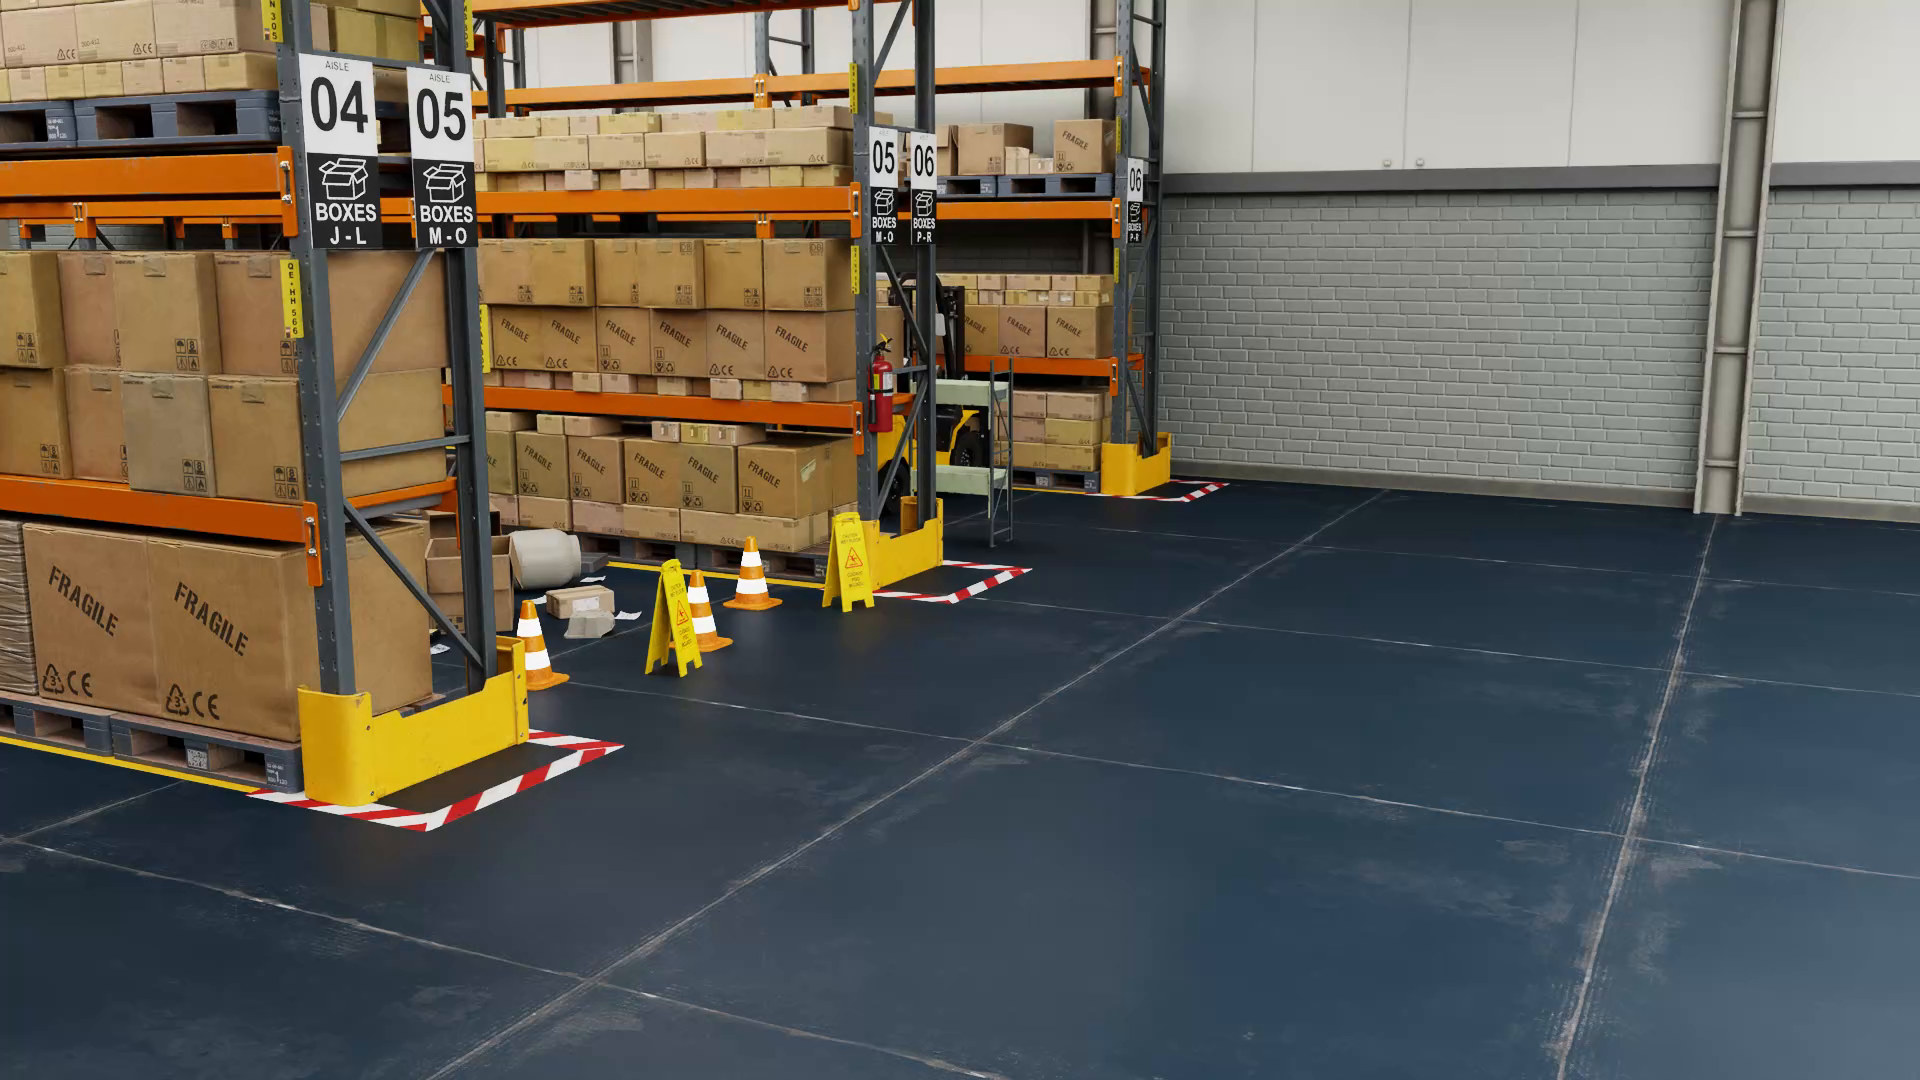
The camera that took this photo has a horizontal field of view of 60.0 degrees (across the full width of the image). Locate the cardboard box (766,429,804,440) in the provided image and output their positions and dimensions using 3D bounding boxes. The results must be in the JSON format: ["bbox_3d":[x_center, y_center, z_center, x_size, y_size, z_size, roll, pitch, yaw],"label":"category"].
[{"bbox_3d":[-1.546,-0.584,12.968,0.500,0.500,0.500,5,11,24],"label":"cardboard box"}]

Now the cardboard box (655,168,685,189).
[{"bbox_3d":[-2.033,-2.652,12.245,0.250,0.149,0.380,5,11,24],"label":"cardboard box"}]

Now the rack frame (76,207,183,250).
[{"bbox_3d":[-7.627,-1.841,15.482,0.127,3.000,1.000,5,11,26],"label":"rack frame"}]

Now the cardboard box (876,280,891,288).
[{"bbox_3d":[-0.755,-2.684,17.199,0.250,0.149,0.380,5,11,25],"label":"cardboard box"}]

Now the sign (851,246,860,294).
[{"bbox_3d":[-0.717,-1.849,11.386,0.005,0.325,0.100,5,11,26],"label":"sign"}]

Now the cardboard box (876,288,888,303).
[{"bbox_3d":[-0.776,-2.532,17.196,0.250,0.149,0.380,5,11,25],"label":"cardboard box"}]

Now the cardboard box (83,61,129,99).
[{"bbox_3d":[-3.683,-2.053,7.473,0.250,0.149,0.380,5,11,26],"label":"cardboard box"}]

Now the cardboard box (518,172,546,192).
[{"bbox_3d":[-3.181,-2.757,12.825,0.250,0.149,0.380,5,12,28],"label":"cardboard box"}]

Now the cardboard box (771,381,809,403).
[{"bbox_3d":[-1.159,-1.085,12.007,0.250,0.149,0.380,5,11,25],"label":"cardboard box"}]

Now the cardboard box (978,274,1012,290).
[{"bbox_3d":[0.371,-2.578,16.617,0.250,0.149,0.380,5,12,27],"label":"cardboard box"}]

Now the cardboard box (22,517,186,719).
[{"bbox_3d":[-3.980,0.315,8.357,0.875,0.875,0.875,5,11,25],"label":"cardboard box"}]

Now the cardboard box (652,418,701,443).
[{"bbox_3d":[-2.105,-0.834,12.529,0.250,0.149,0.380,6,12,28],"label":"cardboard box"}]

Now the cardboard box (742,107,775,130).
[{"bbox_3d":[-1.338,-2.979,11.811,0.250,0.149,0.380,5,11,25],"label":"cardboard box"}]

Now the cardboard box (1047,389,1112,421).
[{"bbox_3d":[1.189,-1.336,16.424,0.500,0.250,0.500,5,12,28],"label":"cardboard box"}]

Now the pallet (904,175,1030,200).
[{"bbox_3d":[0.019,-3.592,16.982,1.213,0.211,1.003,5,11,26],"label":"pallet"}]

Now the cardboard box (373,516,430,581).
[{"bbox_3d":[-3.991,0.144,11.139,0.503,0.637,0.797,5,11,26],"label":"cardboard box"}]

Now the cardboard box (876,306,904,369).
[{"bbox_3d":[-0.755,-1.488,12.414,0.500,0.500,0.500,5,11,25],"label":"cardboard box"}]

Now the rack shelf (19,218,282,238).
[{"bbox_3d":[-10.815,-4.229,22.273,4.000,0.370,1.077,5,11,26],"label":"rack shelf"}]

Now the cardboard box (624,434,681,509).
[{"bbox_3d":[-2.206,-0.537,12.708,0.500,0.500,0.500,5,11,24],"label":"cardboard box"}]

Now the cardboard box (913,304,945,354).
[{"bbox_3d":[-0.194,-2.171,17.020,0.500,0.500,0.500,5,11,26],"label":"cardboard box"}]

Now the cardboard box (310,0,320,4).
[{"bbox_3d":[-2.935,-2.510,7.761,0.250,0.149,0.380,5,11,26],"label":"cardboard box"}]

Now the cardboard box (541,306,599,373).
[{"bbox_3d":[-2.864,-1.565,12.839,0.500,0.500,0.500,5,11,25],"label":"cardboard box"}]

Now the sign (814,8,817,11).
[{"bbox_3d":[-1.580,-5.896,17.970,0.005,0.325,0.100,5,11,26],"label":"sign"}]

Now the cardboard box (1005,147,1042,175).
[{"bbox_3d":[0.635,-3.707,16.282,0.258,0.266,0.396,5,11,26],"label":"cardboard box"}]

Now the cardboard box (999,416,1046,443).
[{"bbox_3d":[0.720,-1.133,16.707,0.500,0.250,0.500,5,11,25],"label":"cardboard box"}]

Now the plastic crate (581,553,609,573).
[{"bbox_3d":[-2.995,0.165,12.593,0.583,0.080,0.402,1,10,6],"label":"plastic crate"}]

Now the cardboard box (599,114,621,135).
[{"bbox_3d":[-2.471,-3.085,12.395,0.250,0.149,0.380,5,12,27],"label":"cardboard box"}]

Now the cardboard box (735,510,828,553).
[{"bbox_3d":[-1.318,-0.087,12.331,0.500,0.250,0.500,5,11,26],"label":"cardboard box"}]

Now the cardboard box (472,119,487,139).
[{"bbox_3d":[-3.656,-3.178,12.912,0.250,0.149,0.380,5,12,28],"label":"cardboard box"}]

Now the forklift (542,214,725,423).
[{"bbox_3d":[-2.736,-1.649,14.614,3.031,2.935,1.130,9,14,41],"label":"forklift"}]

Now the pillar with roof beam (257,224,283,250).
[{"bbox_3d":[-11.152,-5.413,18.371,0.400,9.000,9.100,5,11,26],"label":"pillar with roof beam"}]

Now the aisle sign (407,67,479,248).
[{"bbox_3d":[-2.356,-1.734,7.589,0.004,0.787,0.394,5,11,26],"label":"aisle sign"}]

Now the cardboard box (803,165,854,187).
[{"bbox_3d":[-0.897,-2.547,11.662,0.250,0.149,0.380,5,11,26],"label":"cardboard box"}]

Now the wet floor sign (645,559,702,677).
[{"bbox_3d":[-1.651,0.432,9.531,0.232,0.644,0.267,3,11,16],"label":"wet floor sign"}]

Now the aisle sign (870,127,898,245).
[{"bbox_3d":[-0.526,-2.439,11.484,0.004,0.787,0.394,5,11,26],"label":"aisle sign"}]

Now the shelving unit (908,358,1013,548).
[{"bbox_3d":[0.006,-0.737,13.594,0.755,1.500,0.431,5,11,26],"label":"shelving unit"}]

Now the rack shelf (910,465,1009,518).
[{"bbox_3d":[0.006,-0.417,13.652,0.720,0.370,0.431,5,11,26],"label":"rack shelf"}]

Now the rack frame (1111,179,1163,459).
[{"bbox_3d":[1.740,-2.004,16.380,0.127,3.000,1.000,5,11,26],"label":"rack frame"}]

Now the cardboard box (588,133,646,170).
[{"bbox_3d":[-2.403,-2.876,12.363,0.500,0.250,0.500,5,11,26],"label":"cardboard box"}]

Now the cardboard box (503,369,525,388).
[{"bbox_3d":[-3.398,-1.299,13.189,0.250,0.149,0.380,5,11,26],"label":"cardboard box"}]

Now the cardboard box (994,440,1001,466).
[{"bbox_3d":[0.292,-0.926,16.964,0.500,0.250,0.500,5,11,26],"label":"cardboard box"}]

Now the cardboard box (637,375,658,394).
[{"bbox_3d":[-2.245,-1.206,12.678,0.250,0.149,0.380,5,11,26],"label":"cardboard box"}]

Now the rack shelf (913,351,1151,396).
[{"bbox_3d":[-0.054,-1.808,17.315,4.000,0.370,1.077,5,11,26],"label":"rack shelf"}]

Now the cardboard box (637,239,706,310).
[{"bbox_3d":[-1.961,-1.969,12.262,0.500,0.500,0.700,5,11,25],"label":"cardboard box"}]

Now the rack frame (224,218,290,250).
[{"bbox_3d":[-9.021,-2.950,21.605,0.127,3.000,1.000,5,11,26],"label":"rack frame"}]

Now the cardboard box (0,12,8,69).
[{"bbox_3d":[-4.465,-2.330,7.884,0.500,0.250,0.500,5,11,26],"label":"cardboard box"}]

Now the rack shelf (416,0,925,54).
[{"bbox_3d":[-2.247,-3.965,12.399,4.000,0.370,1.077,5,11,26],"label":"rack shelf"}]

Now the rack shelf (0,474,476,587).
[{"bbox_3d":[-4.346,-0.216,8.521,4.000,0.370,1.077,5,11,26],"label":"rack shelf"}]

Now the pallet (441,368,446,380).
[{"bbox_3d":[-4.661,-1.515,14.218,1.213,0.211,1.003,5,11,26],"label":"pallet"}]

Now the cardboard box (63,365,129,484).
[{"bbox_3d":[-3.855,-0.612,8.270,0.550,0.550,0.875,5,11,26],"label":"cardboard box"}]

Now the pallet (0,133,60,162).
[{"bbox_3d":[-5.411,-2.094,8.703,1.213,0.211,1.003,5,11,26],"label":"pallet"}]

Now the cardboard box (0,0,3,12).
[{"bbox_3d":[-4.373,-2.506,7.736,0.250,0.149,0.380,5,11,26],"label":"cardboard box"}]

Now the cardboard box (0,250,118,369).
[{"bbox_3d":[-4.377,-1.168,8.310,0.500,0.550,0.875,5,11,26],"label":"cardboard box"}]

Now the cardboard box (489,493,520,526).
[{"bbox_3d":[-3.630,-0.290,13.453,0.500,0.250,0.500,4,11,23],"label":"cardboard box"}]

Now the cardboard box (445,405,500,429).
[{"bbox_3d":[-5.909,-1.610,20.043,0.500,0.500,0.500,5,12,27],"label":"cardboard box"}]

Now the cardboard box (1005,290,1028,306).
[{"bbox_3d":[0.640,-2.422,16.587,0.250,0.149,0.380,5,11,25],"label":"cardboard box"}]
